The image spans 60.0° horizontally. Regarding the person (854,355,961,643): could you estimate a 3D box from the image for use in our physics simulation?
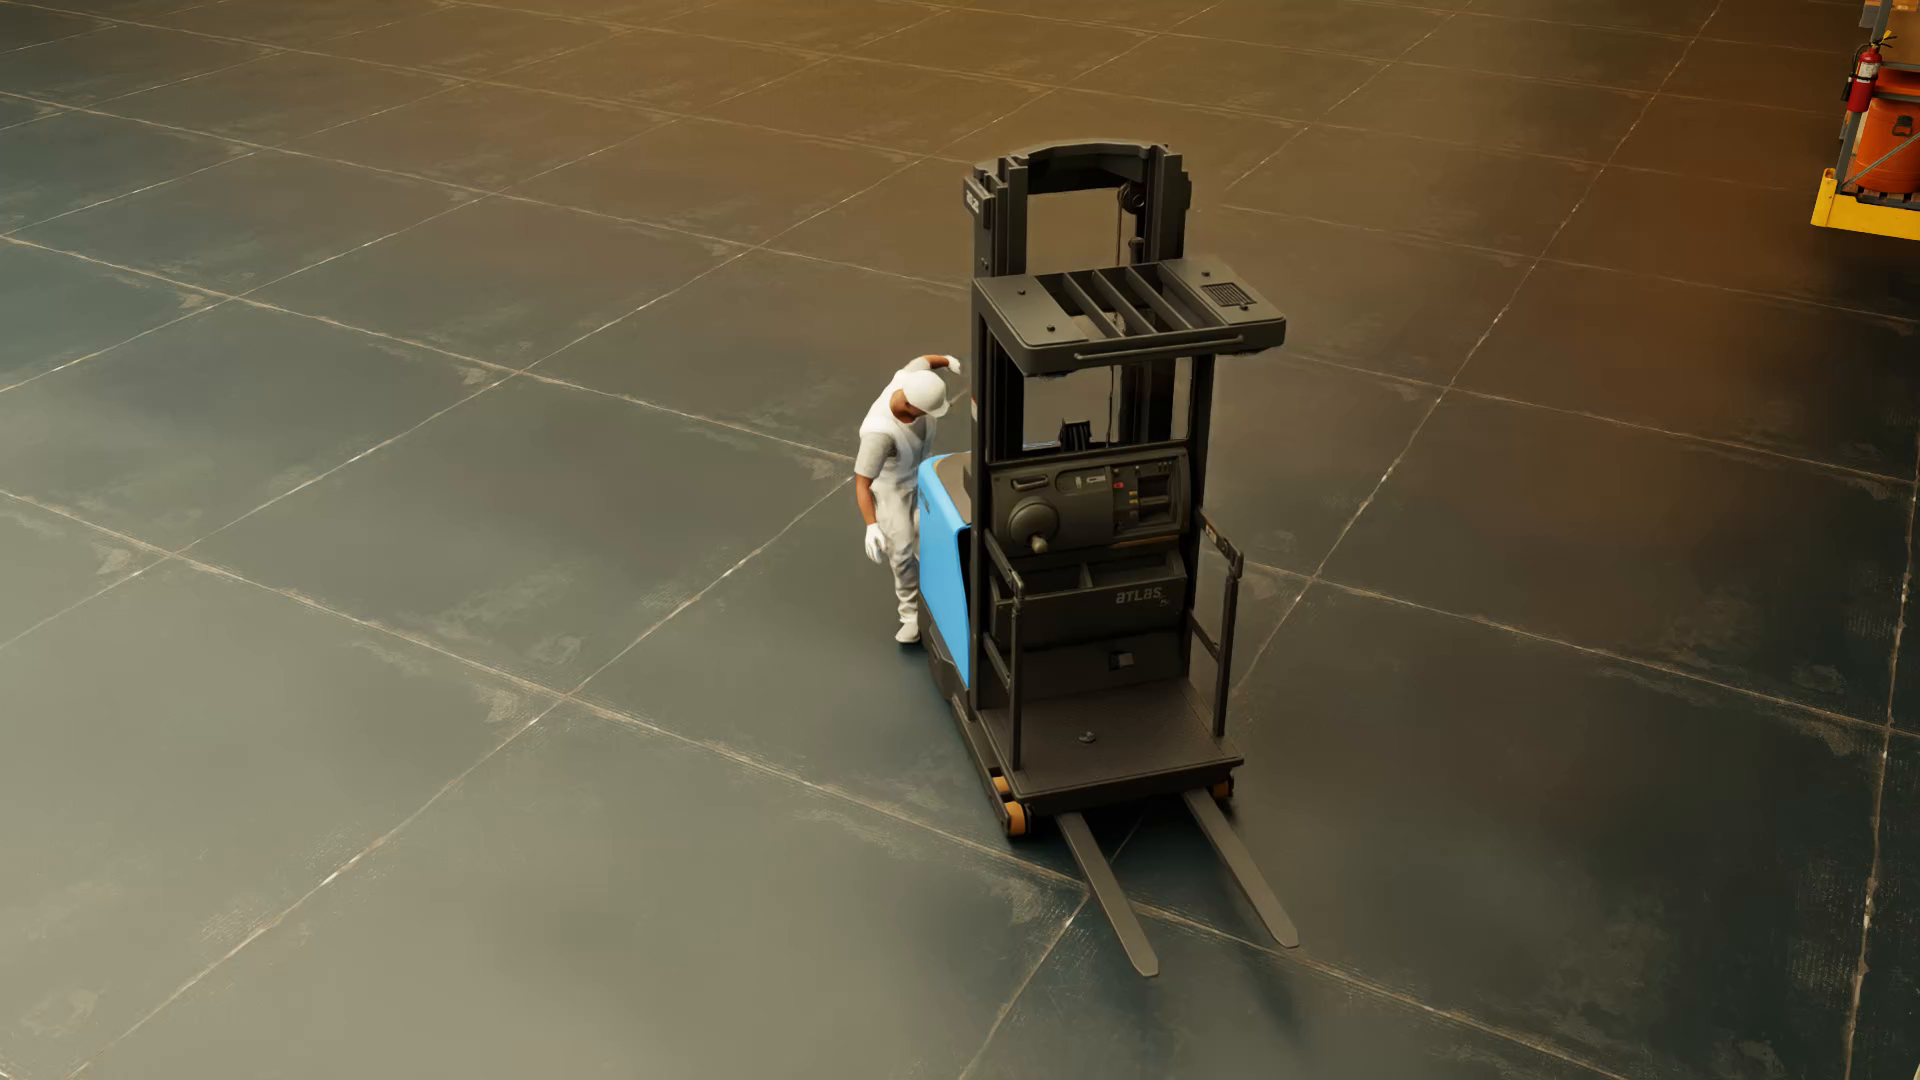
[{"bbox_3d":[-0.251,-0.347,9.101,0.700,1.523,1.240,20,36,31],"label":"person"}]

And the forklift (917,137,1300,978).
[{"bbox_3d":[0.651,-0.123,7.284,1.130,2.935,3.031,-8,31,-13],"label":"forklift"}]
